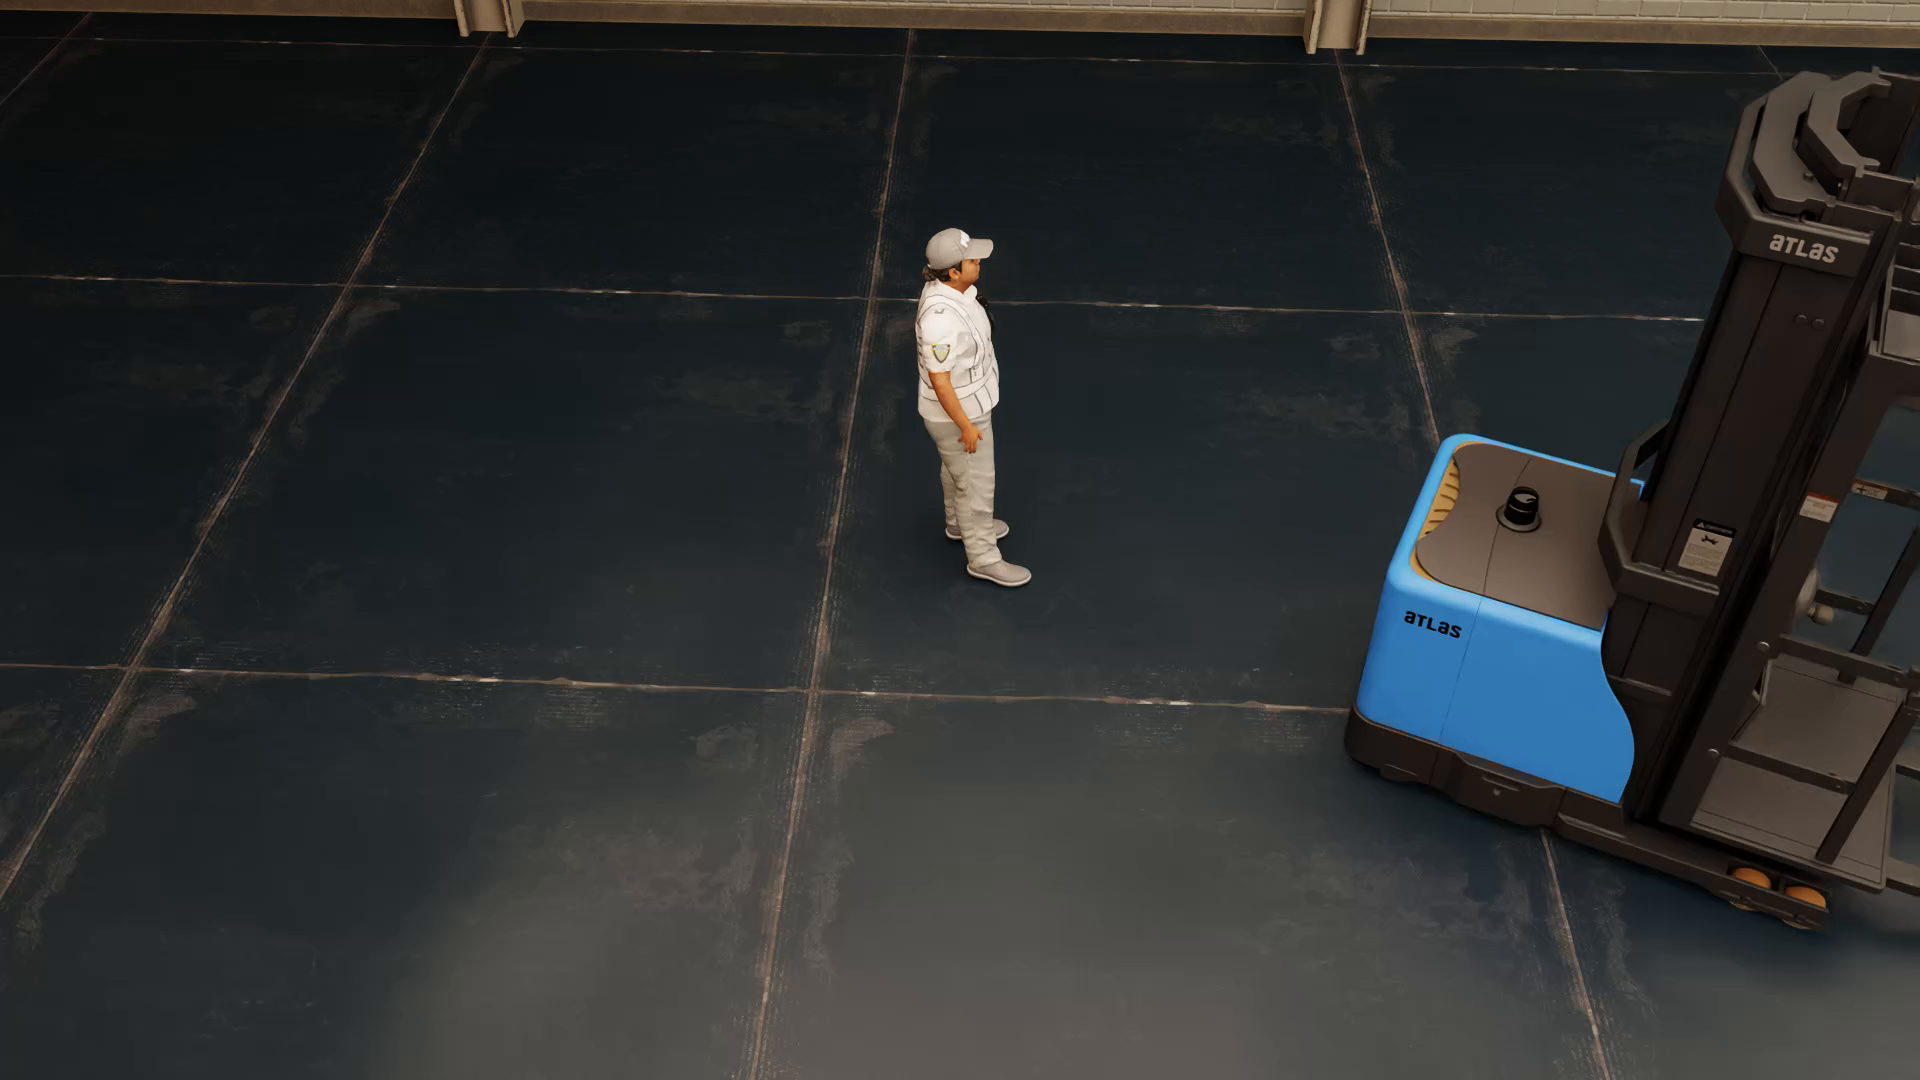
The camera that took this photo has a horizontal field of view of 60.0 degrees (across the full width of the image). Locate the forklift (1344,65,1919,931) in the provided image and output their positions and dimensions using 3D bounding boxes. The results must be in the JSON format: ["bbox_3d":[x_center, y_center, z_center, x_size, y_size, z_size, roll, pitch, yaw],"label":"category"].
[{"bbox_3d":[3.145,-0.023,5.767,3.031,2.935,1.130,18,45,19],"label":"forklift"}]

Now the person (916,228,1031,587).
[{"bbox_3d":[0.075,-0.603,7.330,0.529,1.670,0.598,2,42,2],"label":"person"}]
